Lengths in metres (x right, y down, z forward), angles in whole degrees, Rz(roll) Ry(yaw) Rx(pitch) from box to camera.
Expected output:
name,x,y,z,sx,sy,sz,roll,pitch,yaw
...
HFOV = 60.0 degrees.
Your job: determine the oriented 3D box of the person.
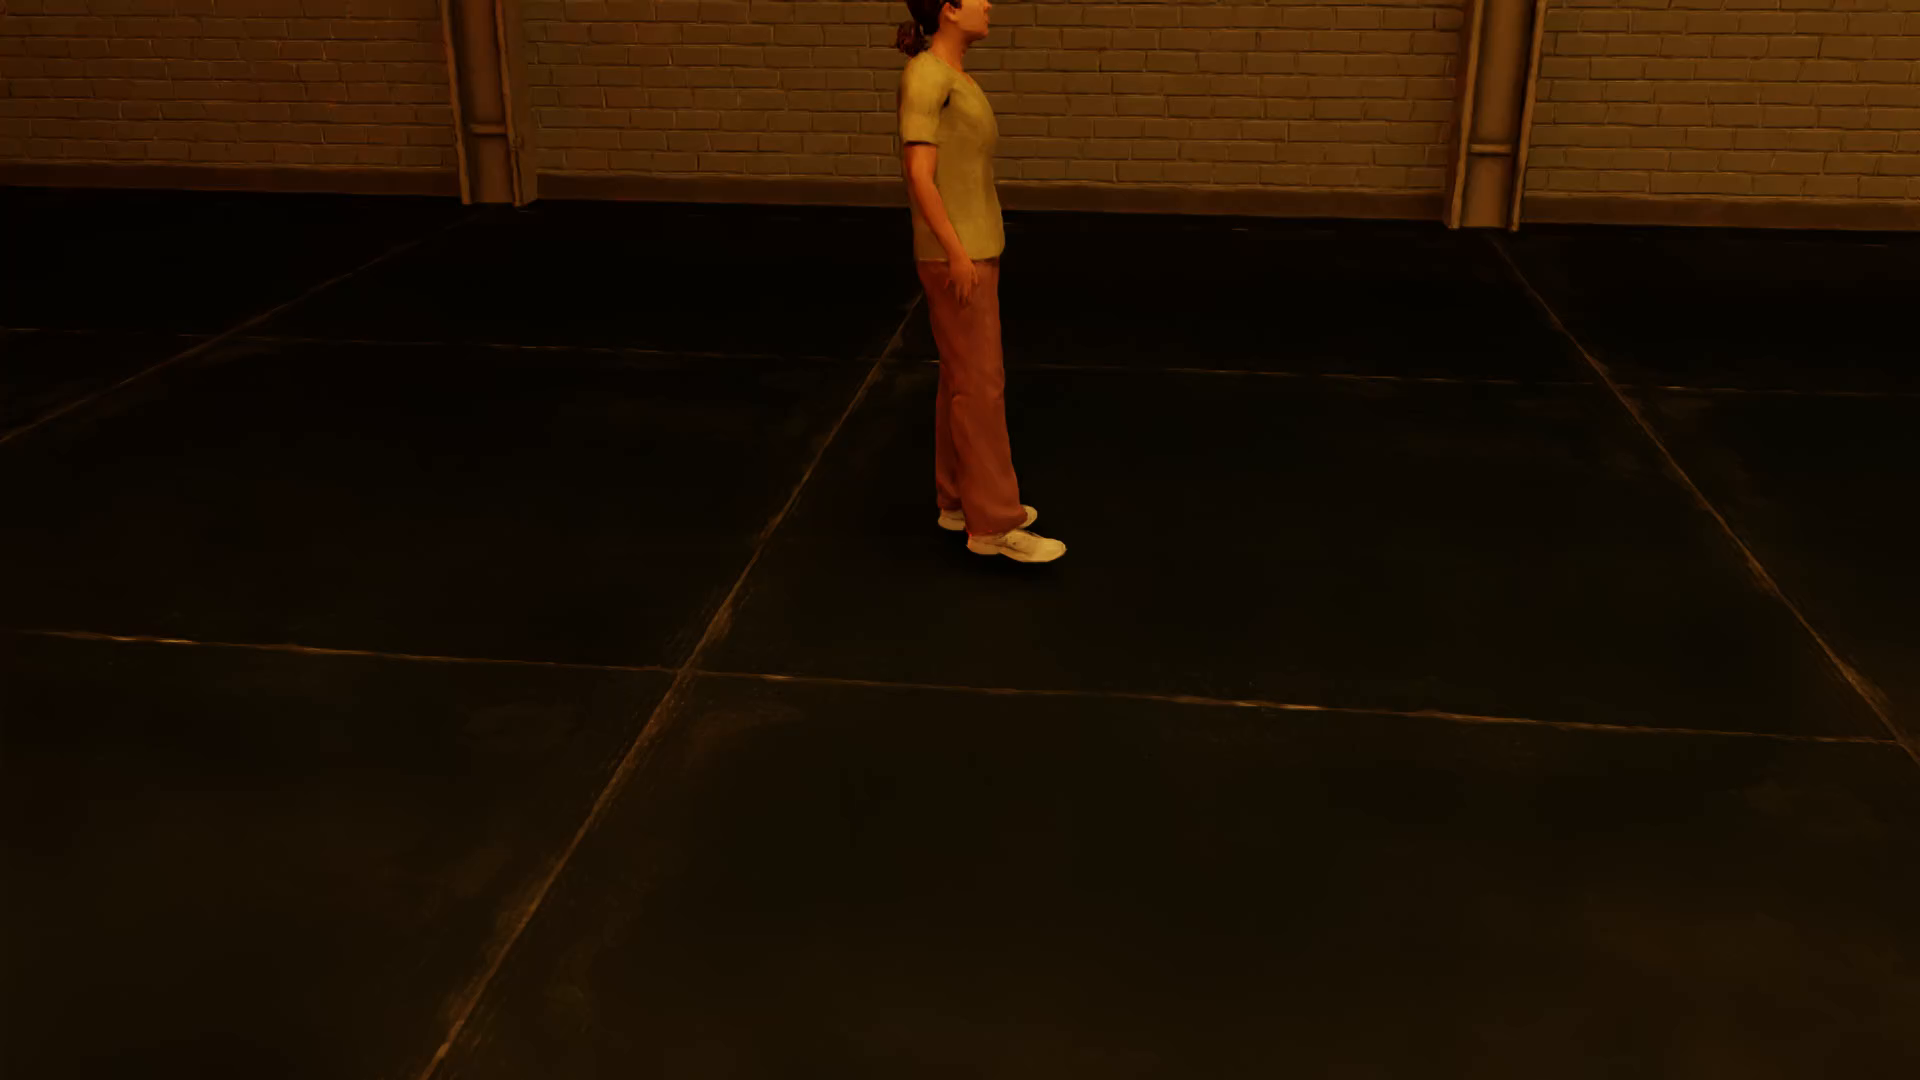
name,x,y,z,sx,sy,sz,roll,pitch,yaw
person,0.071,-0.813,4.828,0.549,1.673,0.554,3,22,7
